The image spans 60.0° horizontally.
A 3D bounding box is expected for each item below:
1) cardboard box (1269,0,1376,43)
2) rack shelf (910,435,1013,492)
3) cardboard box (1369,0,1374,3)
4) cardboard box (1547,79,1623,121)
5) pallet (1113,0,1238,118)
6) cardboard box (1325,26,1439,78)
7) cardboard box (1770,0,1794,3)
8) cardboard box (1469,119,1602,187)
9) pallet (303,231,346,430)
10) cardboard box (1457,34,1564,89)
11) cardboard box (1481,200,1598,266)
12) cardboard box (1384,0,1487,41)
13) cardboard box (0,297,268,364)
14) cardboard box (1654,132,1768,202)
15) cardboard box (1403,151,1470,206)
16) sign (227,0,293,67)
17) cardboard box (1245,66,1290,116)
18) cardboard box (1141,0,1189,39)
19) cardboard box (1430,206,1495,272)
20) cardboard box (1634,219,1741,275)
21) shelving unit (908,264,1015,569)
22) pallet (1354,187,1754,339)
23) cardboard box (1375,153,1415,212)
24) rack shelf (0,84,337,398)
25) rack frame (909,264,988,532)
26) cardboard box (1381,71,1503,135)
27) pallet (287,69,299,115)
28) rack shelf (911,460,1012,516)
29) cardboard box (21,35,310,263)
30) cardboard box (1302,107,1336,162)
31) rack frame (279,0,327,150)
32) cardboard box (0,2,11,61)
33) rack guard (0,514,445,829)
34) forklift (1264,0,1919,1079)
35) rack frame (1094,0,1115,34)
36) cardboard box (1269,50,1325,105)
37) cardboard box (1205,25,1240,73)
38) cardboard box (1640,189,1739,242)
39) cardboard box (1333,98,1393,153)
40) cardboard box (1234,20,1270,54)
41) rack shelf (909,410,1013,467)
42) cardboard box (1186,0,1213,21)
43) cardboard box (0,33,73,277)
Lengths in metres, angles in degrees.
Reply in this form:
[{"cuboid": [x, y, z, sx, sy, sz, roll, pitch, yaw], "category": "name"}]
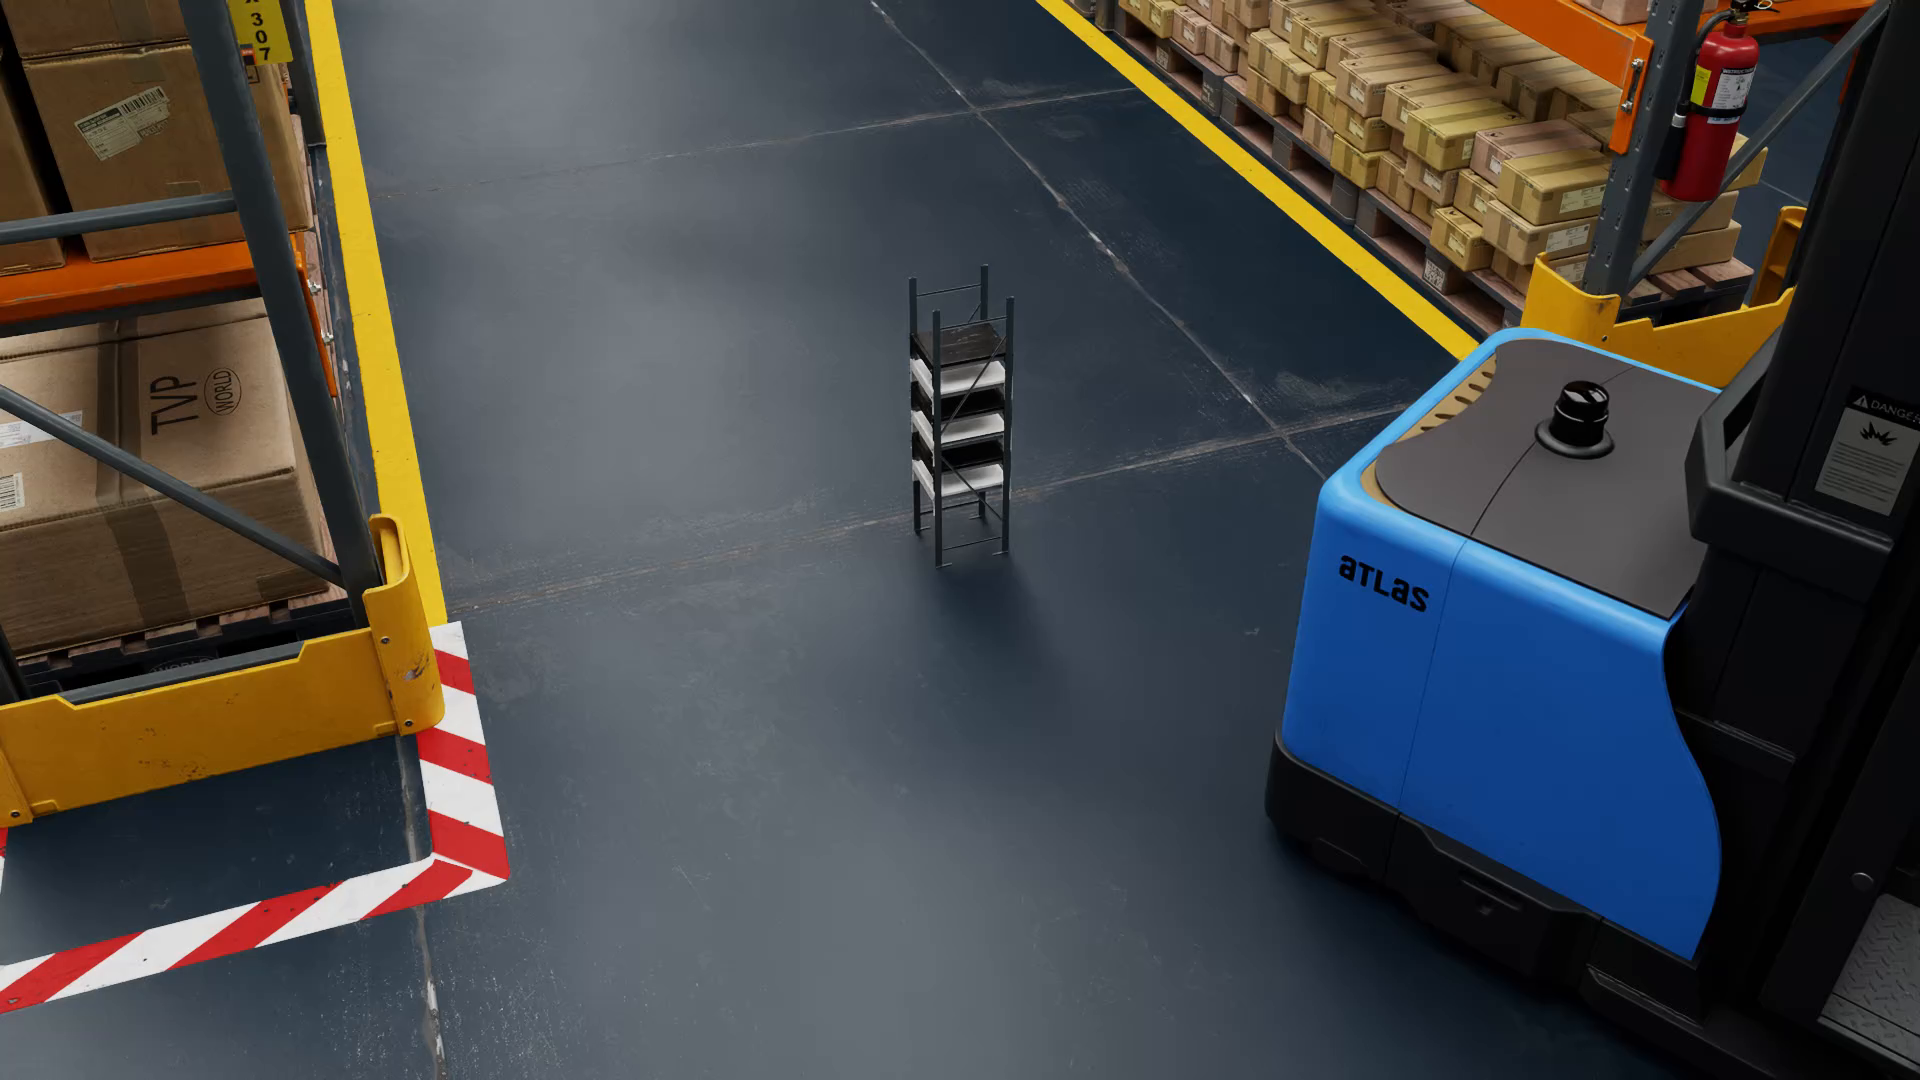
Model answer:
[{"cuboid": [1.600, -2.308, 7.346, 0.380, 0.149, 0.250, -14, 39, -18], "category": "cardboard box"}, {"cuboid": [0.003, -0.256, 5.047, 0.258, 0.077, 0.200, -12, 39, -16], "category": "rack shelf"}, {"cuboid": [1.991, -2.567, 7.690, 0.380, 0.149, 0.250, -14, 39, -18], "category": "cardboard box"}, {"cuboid": [2.552, -1.692, 6.529, 0.380, 0.149, 0.250, -13, 39, -16], "category": "cardboard box"}, {"cuboid": [1.475, -2.533, 8.438, 1.003, 0.211, 1.213, -12, 39, -16], "category": "pallet"}, {"cuboid": [1.765, -2.018, 6.962, 0.380, 0.149, 0.250, -14, 39, -17], "category": "cardboard box"}, {"cuboid": [2.783, -1.910, 5.501, 0.380, 0.149, 0.250, -13, 39, -16], "category": "cardboard box"}, {"cuboid": [2.135, -1.426, 6.177, 0.380, 0.149, 0.250, -12, 39, -15], "category": "cardboard box"}, {"cuboid": [-2.790, -0.687, 5.987, 1.003, 0.211, 1.213, -12, 39, -16], "category": "pallet"}, {"cuboid": [2.302, -1.974, 6.903, 0.380, 0.149, 0.250, -11, 38, -14], "category": "cardboard box"}, {"cuboid": [2.138, -1.146, 6.052, 0.380, 0.149, 0.250, -13, 39, -17], "category": "cardboard box"}, {"cuboid": [2.078, -2.254, 7.275, 0.380, 0.149, 0.250, -12, 39, -16], "category": "cardboard box"}, {"cuboid": [-2.670, -0.689, 5.452, 0.875, 0.438, 0.875, -11, 38, -15], "category": "cardboard box"}, {"cuboid": [2.726, -1.392, 6.131, 0.380, 0.149, 0.250, -14, 39, -18], "category": "cardboard box"}, {"cuboid": [1.957, -1.439, 6.441, 0.380, 0.149, 0.250, -14, 39, -18], "category": "cardboard box"}, {"cuboid": [-1.503, -1.166, 3.520, 0.100, 0.325, 0.005, -12, 39, -16], "category": "sign"}, {"cuboid": [1.519, -2.051, 7.501, 0.380, 0.149, 0.250, -13, 39, -17], "category": "cardboard box"}, {"cuboid": [1.126, -2.626, 8.263, 0.380, 0.149, 0.250, -11, 38, -15], "category": "cardboard box"}, {"cuboid": [2.027, -1.167, 6.327, 0.380, 0.149, 0.250, -11, 38, -15], "category": "cardboard box"}, {"cuboid": [2.707, -1.151, 6.305, 0.380, 0.149, 0.250, -12, 39, -15], "category": "cardboard box"}, {"cuboid": [0.003, -0.355, 4.973, 0.258, 0.900, 0.210, -12, 39, -16], "category": "shelving unit"}, {"cuboid": [2.315, -1.155, 6.608, 1.003, 0.211, 1.213, -12, 39, -16], "category": "pallet"}, {"cuboid": [1.919, -1.471, 6.730, 0.380, 0.149, 0.250, -12, 39, -15], "category": "cardboard box"}, {"cuboid": [-2.714, -1.520, 5.373, 1.077, 0.370, 4.000, -12, 39, -16], "category": "rack shelf"}, {"cuboid": [-0.032, -0.412, 5.049, 0.240, 0.900, 0.006, -12, 39, -16], "category": "rack frame"}, {"cuboid": [1.897, -1.706, 6.548, 0.380, 0.149, 0.250, -14, 39, -18], "category": "cardboard box"}, {"cuboid": [-3.739, -2.244, 8.053, 1.003, 0.211, 1.213, -12, 39, -16], "category": "pallet"}, {"cuboid": [0.003, -0.184, 5.102, 0.258, 0.077, 0.200, -12, 39, -16], "category": "rack shelf"}, {"cuboid": [-1.921, -1.048, 4.065, 0.500, 0.500, 0.500, -13, 39, -16], "category": "cardboard box"}, {"cuboid": [1.698, -1.760, 7.115, 0.380, 0.149, 0.250, -12, 39, -15], "category": "cardboard box"}, {"cuboid": [-3.402, -2.937, 6.656, 1.000, 3.000, 0.127, -12, 39, -16], "category": "rack frame"}, {"cuboid": [-2.415, -1.340, 3.621, 0.500, 0.500, 0.500, -11, 38, -14], "category": "cardboard box"}, {"cuboid": [-2.017, 0.335, 4.390, 1.175, 0.500, 0.348, -12, 39, -16], "category": "rack guard"}, {"cuboid": [2.231, -0.087, 2.929, 3.031, 2.935, 1.130, 26, 44, 31], "category": "forklift"}, {"cuboid": [1.211, -4.019, 8.093, 1.000, 3.000, 0.127, -12, 39, -16], "category": "rack frame"}, {"cuboid": [1.575, -2.028, 7.222, 0.380, 0.149, 0.250, -12, 39, -15], "category": "cardboard box"}, {"cuboid": [1.394, -2.363, 7.914, 0.380, 0.149, 0.250, -13, 39, -17], "category": "cardboard box"}, {"cuboid": [2.648, -1.256, 6.198, 0.380, 0.149, 0.250, -11, 38, -14], "category": "cardboard box"}, {"cuboid": [1.767, -1.729, 6.826, 0.380, 0.149, 0.250, -12, 39, -15], "category": "cardboard box"}, {"cuboid": [1.487, -2.328, 7.621, 0.380, 0.149, 0.250, -11, 38, -14], "category": "cardboard box"}, {"cuboid": [0.003, -0.328, 4.993, 0.258, 0.077, 0.200, -12, 39, -16], "category": "rack shelf"}, {"cuboid": [1.324, -2.641, 8.037, 0.380, 0.149, 0.250, -13, 39, -16], "category": "cardboard box"}, {"cuboid": [-2.440, -0.935, 3.915, 0.500, 0.500, 0.500, -12, 39, -16], "category": "cardboard box"}]
